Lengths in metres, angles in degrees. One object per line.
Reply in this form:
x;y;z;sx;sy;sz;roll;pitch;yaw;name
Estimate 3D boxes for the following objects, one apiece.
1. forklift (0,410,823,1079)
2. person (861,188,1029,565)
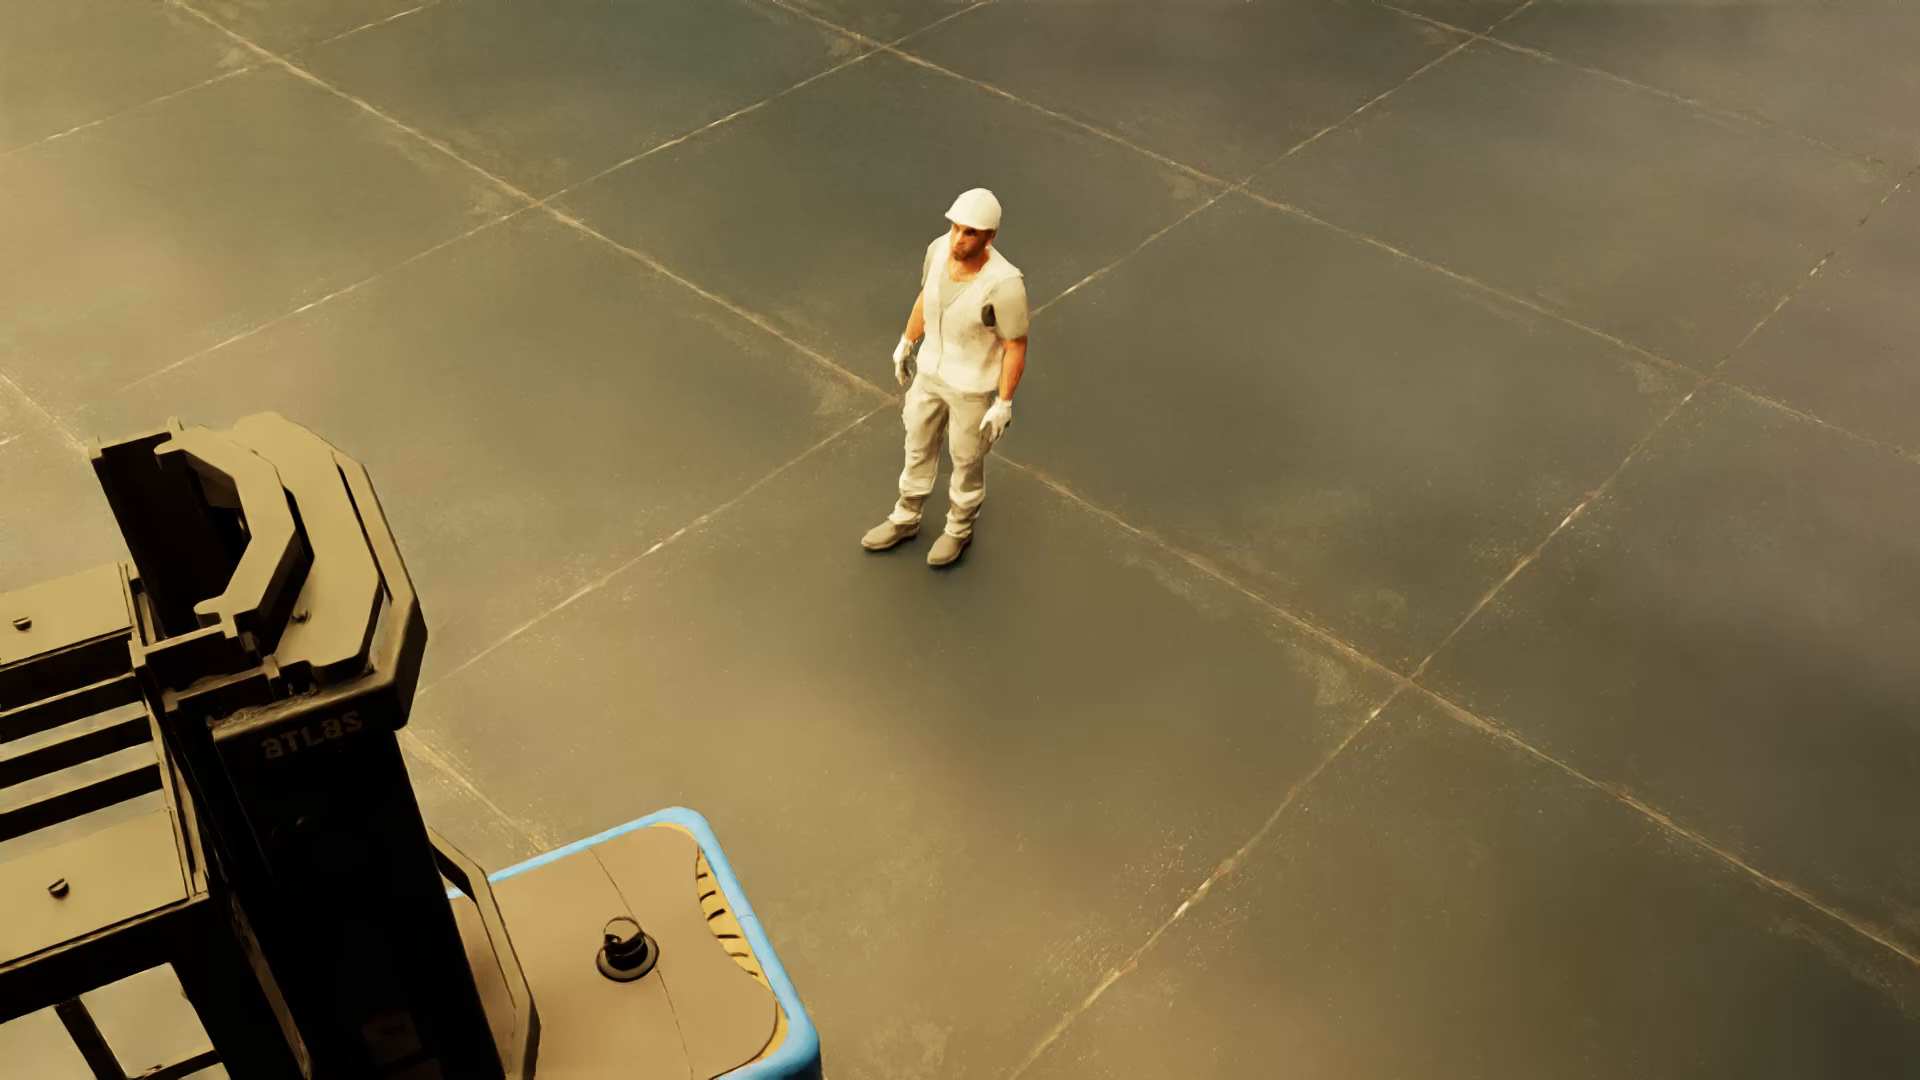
-1.915;1.222;4.004;3.031;2.935;1.130;-19;44;-21;forklift
-0.062;-0.650;7.053;0.637;1.787;0.563;31;49;31;person
